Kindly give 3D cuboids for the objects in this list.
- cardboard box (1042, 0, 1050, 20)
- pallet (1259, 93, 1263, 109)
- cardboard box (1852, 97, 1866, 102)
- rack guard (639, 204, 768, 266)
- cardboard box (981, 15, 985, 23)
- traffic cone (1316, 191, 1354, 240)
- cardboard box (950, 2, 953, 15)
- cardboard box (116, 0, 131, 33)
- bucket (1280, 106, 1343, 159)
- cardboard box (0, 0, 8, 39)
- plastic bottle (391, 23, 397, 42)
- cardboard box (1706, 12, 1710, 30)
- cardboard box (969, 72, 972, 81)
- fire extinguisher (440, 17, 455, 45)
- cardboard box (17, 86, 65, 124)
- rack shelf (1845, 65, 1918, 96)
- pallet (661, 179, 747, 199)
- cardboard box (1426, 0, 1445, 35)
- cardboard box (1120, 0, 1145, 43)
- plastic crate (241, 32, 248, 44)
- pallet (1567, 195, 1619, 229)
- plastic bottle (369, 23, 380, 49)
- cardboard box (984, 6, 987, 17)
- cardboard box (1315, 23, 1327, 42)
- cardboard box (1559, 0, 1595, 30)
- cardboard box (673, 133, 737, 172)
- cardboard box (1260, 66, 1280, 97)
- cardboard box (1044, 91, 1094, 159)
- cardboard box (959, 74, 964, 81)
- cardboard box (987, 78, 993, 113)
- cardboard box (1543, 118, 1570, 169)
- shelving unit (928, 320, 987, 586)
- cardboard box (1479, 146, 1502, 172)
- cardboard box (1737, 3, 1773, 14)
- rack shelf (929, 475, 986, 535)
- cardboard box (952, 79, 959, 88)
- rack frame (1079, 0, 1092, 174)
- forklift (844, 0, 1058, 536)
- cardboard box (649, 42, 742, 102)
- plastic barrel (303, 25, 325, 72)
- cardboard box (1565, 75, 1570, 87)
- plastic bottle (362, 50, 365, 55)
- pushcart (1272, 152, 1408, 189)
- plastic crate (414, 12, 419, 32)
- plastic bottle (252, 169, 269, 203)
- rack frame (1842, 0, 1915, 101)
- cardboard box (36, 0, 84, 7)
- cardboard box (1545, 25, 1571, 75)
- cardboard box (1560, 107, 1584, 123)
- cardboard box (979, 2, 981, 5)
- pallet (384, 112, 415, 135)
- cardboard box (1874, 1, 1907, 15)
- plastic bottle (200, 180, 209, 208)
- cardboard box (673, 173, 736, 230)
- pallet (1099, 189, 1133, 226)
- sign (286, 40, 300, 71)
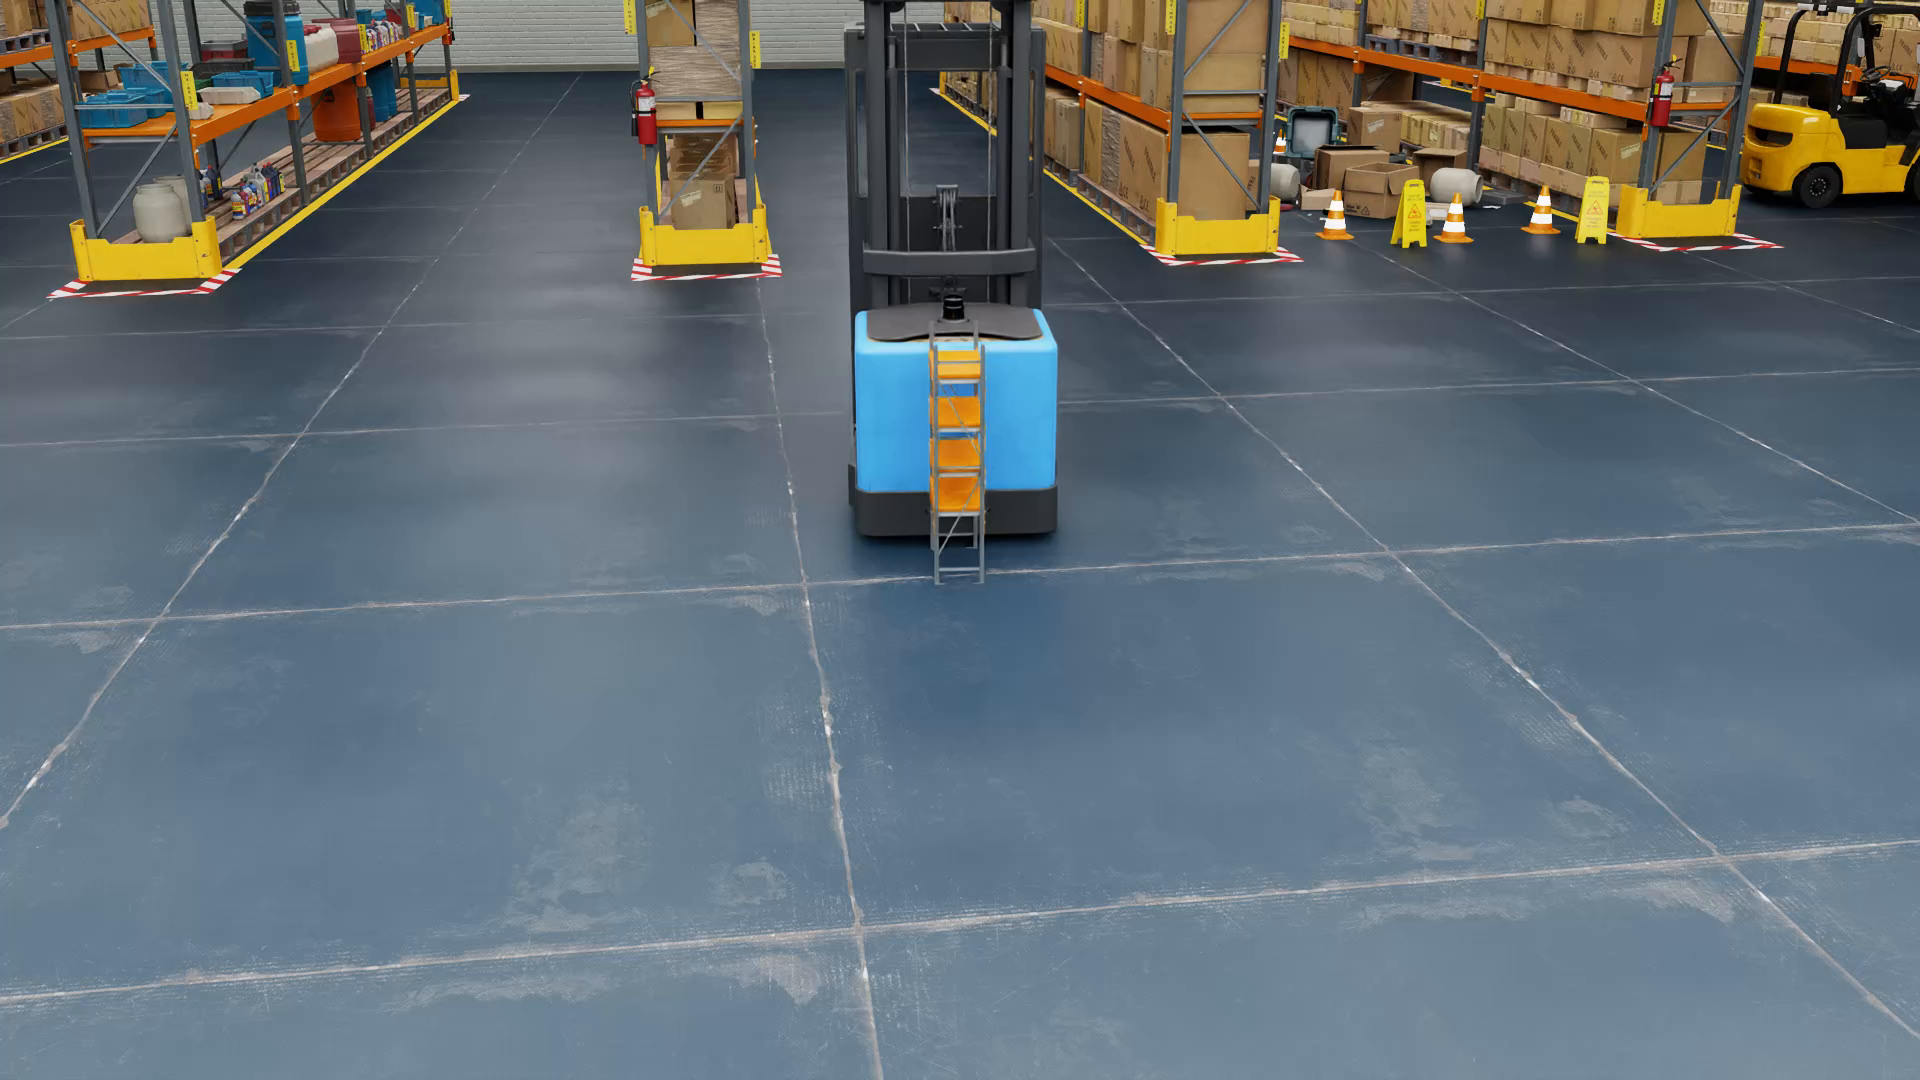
[{"bbox_3d":[1.486,-7.212,22.166,0.700,0.500,0.500,-3,21,-9],"label":"cardboard box"},{"bbox_3d":[5.632,-7.658,28.918,1.003,0.211,1.213,-3,21,-8],"label":"pallet"},{"bbox_3d":[11.488,-5.373,20.714,0.500,0.250,0.500,-3,21,-9],"label":"cardboard box"},{"bbox_3d":[-2.424,-2.898,15.760,1.175,0.500,0.348,-3,21,-8],"label":"rack guard"},{"bbox_3d":[0.532,-7.974,25.539,0.380,0.149,0.250,-4,21,-10],"label":"cardboard box"},{"bbox_3d":[3.838,-3.325,16.956,0.336,0.463,0.334,-3,21,-8],"label":"traffic cone"},{"bbox_3d":[0.097,-9.630,29.645,0.500,0.500,0.500,-3,21,-8],"label":"cardboard box"},{"bbox_3d":[-14.044,-8.637,27.411,0.500,0.500,0.500,-3,21,-7],"label":"cardboard box"},{"bbox_3d":[4.234,-4.890,20.029,0.726,0.611,0.620,4,11,11],"label":"bucket"},{"bbox_3d":[-13.515,-7.096,22.685,0.700,0.500,0.500,1,20,2],"label":"cardboard box"},{"bbox_3d":[-8.589,-7.695,25.198,0.061,0.283,0.133,-3,21,-8],"label":"plastic bottle"},{"bbox_3d":[10.949,-7.561,24.172,0.500,0.250,0.500,-3,21,-8],"label":"cardboard box"},{"bbox_3d":[0.352,-7.835,28.030,0.380,0.149,0.250,-3,21,-8],"label":"cardboard box"},{"bbox_3d":[-9.193,-9.197,29.696,0.296,0.674,0.183,-3,21,-8],"label":"fire extinguisher"},{"bbox_3d":[-13.528,-6.406,24.524,0.500,0.500,0.500,-3,21,-8],"label":"cardboard box"},{"bbox_3d":[12.017,-5.149,19.244,1.077,0.370,4.000,-3,21,-8],"label":"rack shelf"},{"bbox_3d":[-2.858,-3.890,18.831,1.003,0.211,1.213,-3,21,-8],"label":"pallet"},{"bbox_3d":[6.382,-6.809,21.492,0.500,0.500,0.500,-2,21,-6],"label":"cardboard box"},{"bbox_3d":[2.173,-5.528,17.471,0.875,0.550,0.500,-3,21,-8],"label":"cardboard box"},{"bbox_3d":[-8.537,-6.018,20.449,0.402,0.464,0.583,-3,21,-8],"label":"plastic crate"},{"bbox_3d":[7.301,-3.545,17.907,1.003,0.211,1.213,-3,21,-8],"label":"pallet"},{"bbox_3d":[-8.429,-7.241,23.887,0.144,0.351,0.185,-3,21,-8],"label":"plastic bottle"},{"bbox_3d":[0.576,-8.017,25.228,0.380,0.149,0.250,-3,21,-9],"label":"cardboard box"},{"bbox_3d":[5.765,-7.755,25.407,0.500,0.250,0.500,-3,21,-8],"label":"cardboard box"},{"bbox_3d":[6.863,-5.710,17.719,0.700,0.500,0.500,-3,21,-8],"label":"cardboard box"},{"bbox_3d":[-3.057,-4.676,19.893,0.700,0.500,0.500,-5,21,-12],"label":"cardboard box"},{"bbox_3d":[5.680,-7.916,28.686,0.875,0.438,0.875,-3,21,-9],"label":"cardboard box"},{"bbox_3d":[1.619,-5.330,21.315,1.050,0.750,0.750,-3,21,-8],"label":"cardboard box"},{"bbox_3d":[0.193,-8.244,29.552,0.380,0.149,0.250,-4,21,-10],"label":"cardboard box"},{"bbox_3d":[0.702,-6.986,26.106,0.500,0.500,0.500,-2,21,-5],"label":"cardboard box"},{"bbox_3d":[6.876,-4.422,18.527,0.500,0.500,0.500,-3,21,-9],"label":"cardboard box"},{"bbox_3d":[-0.017,-0.428,8.146,0.258,1.200,0.503,-1,21,-3],"label":"shelving unit"},{"bbox_3d":[6.635,-4.618,20.123,0.500,0.250,0.500,-4,21,-10],"label":"cardboard box"},{"bbox_3d":[11.124,-7.434,23.263,0.380,0.149,0.250,-3,21,-7],"label":"cardboard box"},{"bbox_3d":[-0.017,-0.179,8.239,0.258,0.148,0.480,-1,21,-3],"label":"rack shelf"},{"bbox_3d":[0.052,-8.195,29.844,0.380,0.149,0.250,-3,21,-7],"label":"cardboard box"},{"bbox_3d":[1.933,-5.643,19.537,1.000,3.000,0.127,-3,21,-8],"label":"rack frame"},{"bbox_3d":[-0.096,-1.861,9.509,1.130,2.935,3.031,-1,21,-3],"label":"forklift"},{"bbox_3d":[-2.465,-4.420,15.696,0.875,0.500,0.500,-3,21,-8],"label":"cardboard box"},{"bbox_3d":[-7.980,-5.987,20.266,0.433,0.535,0.433,0,20,0],"label":"plastic barrel"},{"bbox_3d":[6.927,-5.074,18.372,0.380,0.149,0.250,-3,21,-8],"label":"cardboard box"},{"bbox_3d":[-8.212,-6.790,22.776,0.061,0.283,0.133,-3,21,-8],"label":"plastic bottle"},{"bbox_3d":[4.568,-4.566,20.403,1.648,0.377,0.936,-11,23,-26],"label":"pushcart"},{"bbox_3d":[-9.082,-8.458,27.158,0.437,0.282,0.530,-3,21,-8],"label":"plastic crate"},{"bbox_3d":[-7.438,-3.756,17.643,0.144,0.351,0.185,-3,21,-8],"label":"plastic bottle"},{"bbox_3d":[11.728,-6.179,20.972,1.000,3.000,0.127,-3,21,-8],"label":"rack frame"},{"bbox_3d":[-13.736,-8.391,25.325,0.500,0.500,0.500,-2,21,-6],"label":"cardboard box"},{"bbox_3d":[6.852,-5.426,18.389,0.500,0.500,0.500,-3,21,-7],"label":"cardboard box"},{"bbox_3d":[6.831,-4.673,18.270,0.380,0.149,0.250,-2,21,-5],"label":"cardboard box"},{"bbox_3d":[0.496,-8.339,25.664,0.380,0.149,0.250,-3,21,-8],"label":"cardboard box"},{"bbox_3d":[-8.974,-6.372,25.475,1.003,0.211,1.213,-3,21,-8],"label":"pallet"},{"bbox_3d":[11.481,-6.544,20.454,0.380,0.149,0.250,-2,21,-7],"label":"cardboard box"},{"bbox_3d":[-7.954,-3.611,17.361,0.152,0.276,0.135,-3,21,-8],"label":"plastic bottle"},{"bbox_3d":[-2.486,-3.285,16.197,0.500,0.500,0.500,1,20,2],"label":"cardboard box"},{"bbox_3d":[2.145,-3.646,18.176,1.003,0.211,1.213,-3,21,-8],"label":"pallet"},{"bbox_3d":[-7.345,-5.331,18.307,0.100,0.325,0.005,-3,21,-8],"label":"sign"}]
